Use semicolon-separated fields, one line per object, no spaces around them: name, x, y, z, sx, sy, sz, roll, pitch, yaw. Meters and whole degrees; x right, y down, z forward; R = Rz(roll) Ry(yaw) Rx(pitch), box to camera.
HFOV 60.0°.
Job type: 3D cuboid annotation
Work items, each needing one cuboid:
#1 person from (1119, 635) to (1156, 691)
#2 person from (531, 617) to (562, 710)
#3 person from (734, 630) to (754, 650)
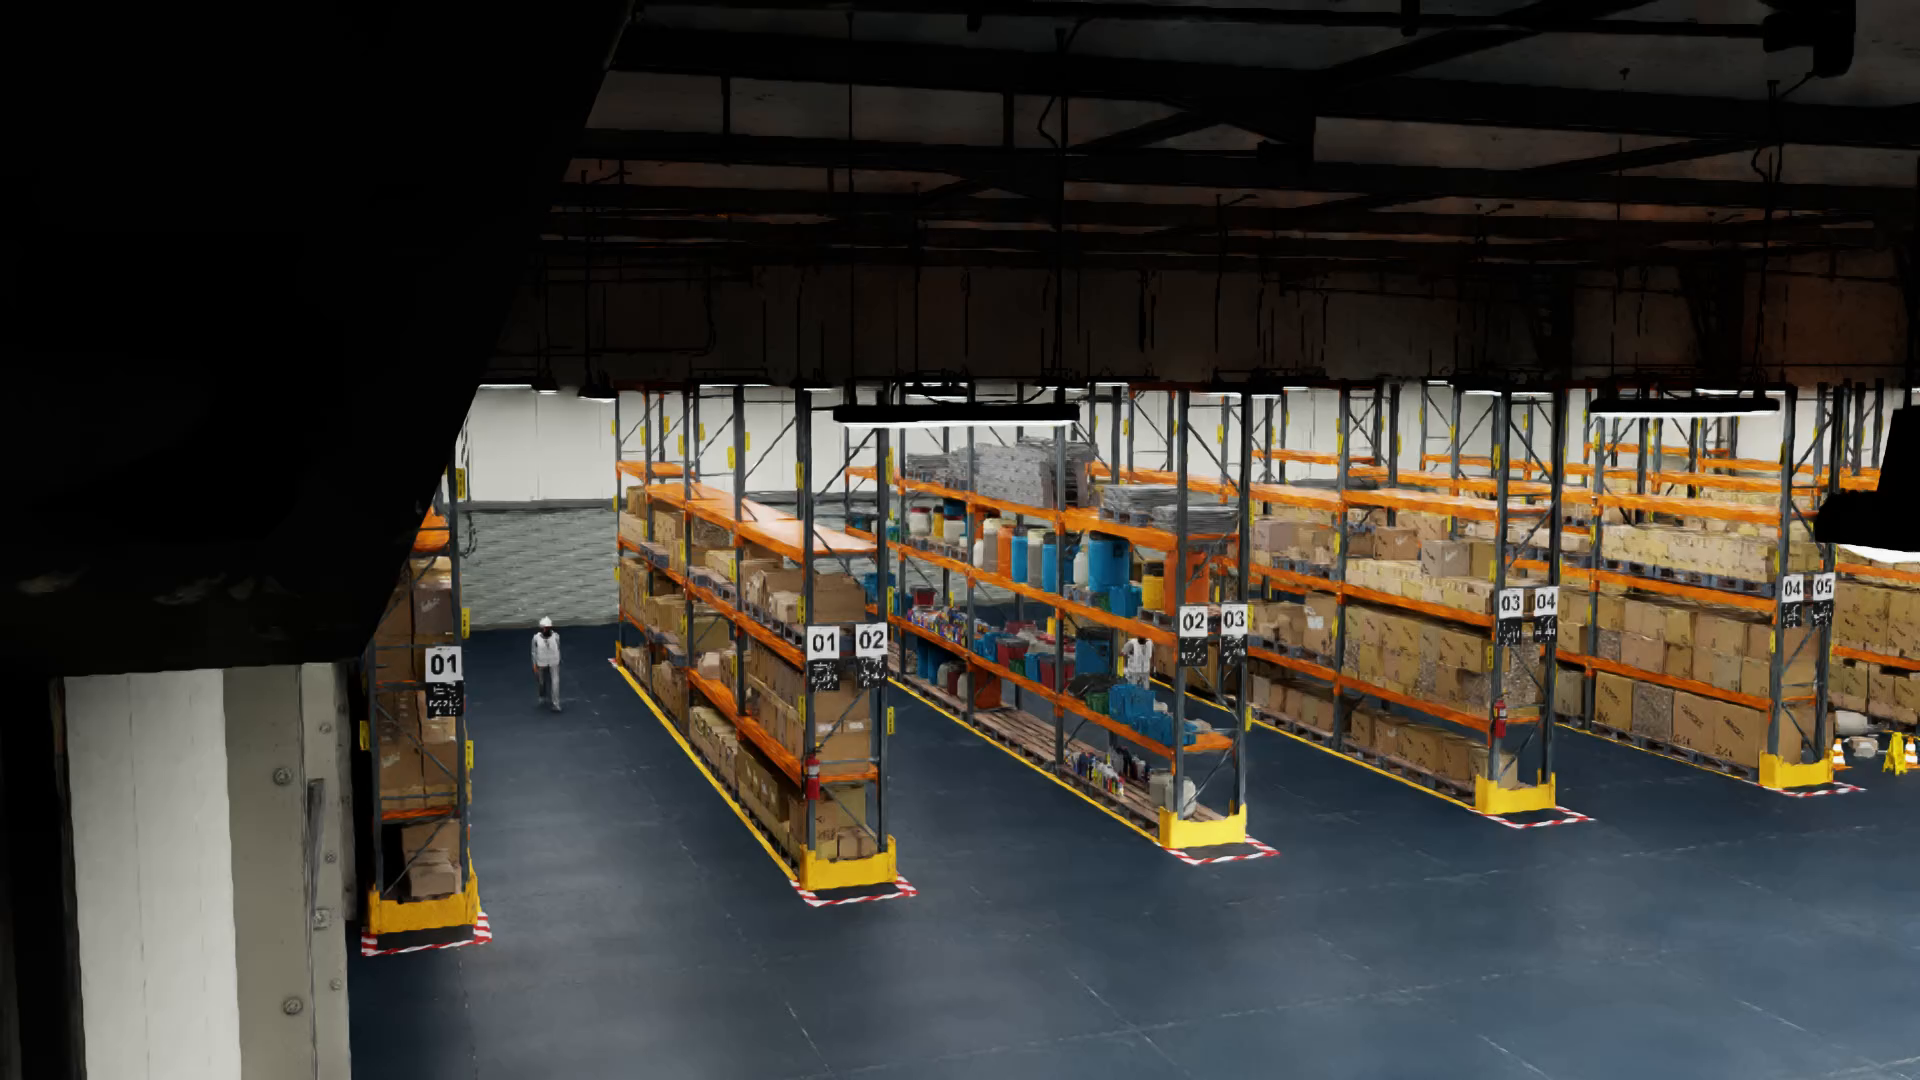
person;3.186;2.342;29.678;0.702;1.734;0.549;-2;6;-22
person;-7.607;2.247;30.563;0.543;1.700;1.115;-2;6;-17
person;-4.323;1.962;33.385;0.394;1.674;0.636;-3;7;-29
